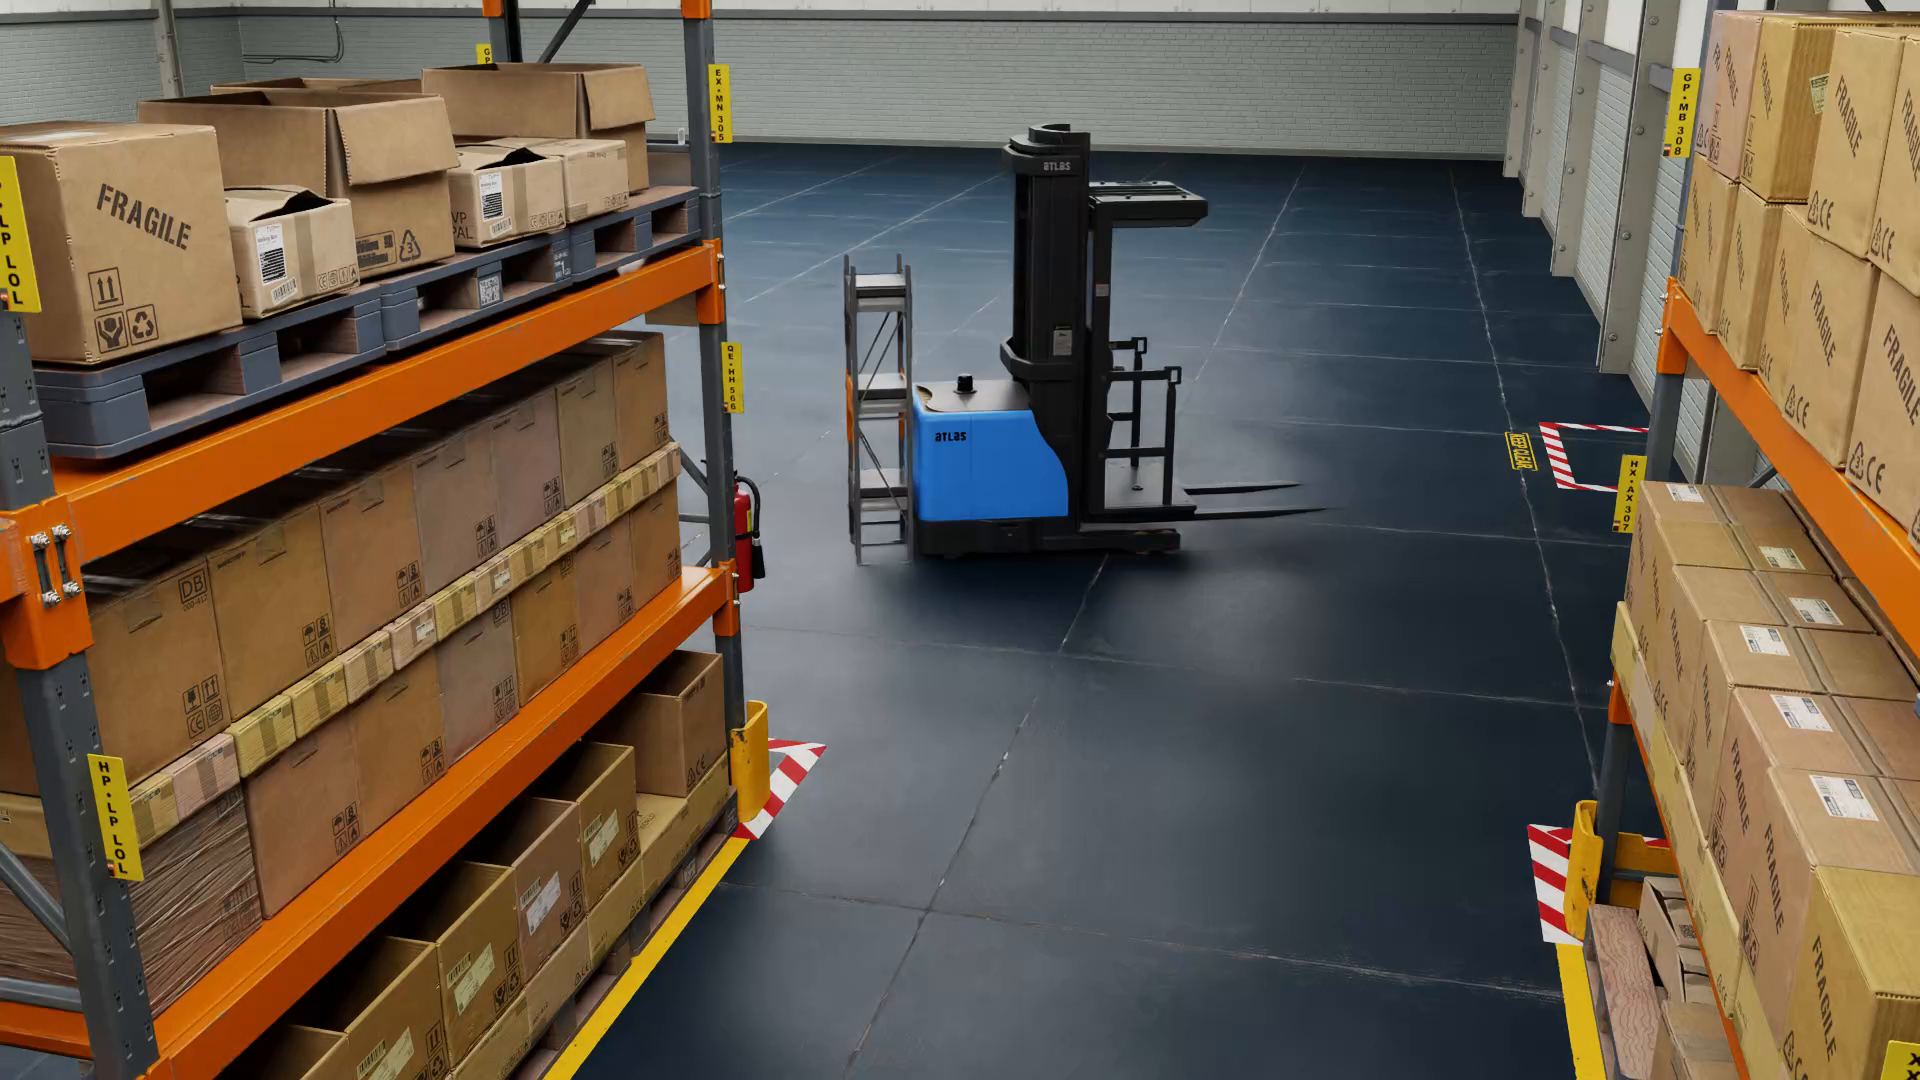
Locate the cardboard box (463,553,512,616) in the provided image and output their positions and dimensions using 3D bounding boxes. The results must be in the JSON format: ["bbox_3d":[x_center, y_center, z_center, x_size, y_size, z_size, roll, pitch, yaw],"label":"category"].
[{"bbox_3d":[-1.842,0.144,5.967,0.380,0.149,0.250,4,19,13],"label":"cardboard box"}]

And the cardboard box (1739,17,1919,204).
[{"bbox_3d":[2.632,-1.266,4.880,0.500,0.500,0.500,5,20,15],"label":"cardboard box"}]

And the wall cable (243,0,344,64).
[{"bbox_3d":[-17.298,-13.524,42.664,3.097,2.526,0.112,5,19,13],"label":"wall cable"}]

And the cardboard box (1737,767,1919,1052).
[{"bbox_3d":[2.203,0.898,3.958,0.500,0.500,0.500,5,19,13],"label":"cardboard box"}]

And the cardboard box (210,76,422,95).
[{"bbox_3d":[-2.227,-1.356,5.854,0.500,0.500,0.500,5,19,13],"label":"cardboard box"}]

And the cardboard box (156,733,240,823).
[{"bbox_3d":[-2.219,0.629,4.547,0.380,0.149,0.250,5,19,14],"label":"cardboard box"}]

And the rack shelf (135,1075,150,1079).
[{"bbox_3d":[-3.022,2.098,2.517,1.077,0.370,4.000,5,19,13],"label":"rack shelf"}]

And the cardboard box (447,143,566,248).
[{"bbox_3d":[-1.718,-1.209,5.717,0.500,0.311,0.500,7,20,20],"label":"cardboard box"}]

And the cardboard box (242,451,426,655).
[{"bbox_3d":[-2.186,0.015,5.342,0.700,0.500,0.500,5,19,13],"label":"cardboard box"}]

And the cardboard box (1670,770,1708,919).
[{"bbox_3d":[2.452,0.938,5.002,0.500,0.250,0.500,5,19,14],"label":"cardboard box"}]

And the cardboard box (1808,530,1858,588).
[{"bbox_3d":[3.206,0.296,5.723,0.500,0.500,0.500,5,19,14],"label":"cardboard box"}]

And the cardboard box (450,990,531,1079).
[{"bbox_3d":[-1.872,1.799,5.883,0.500,0.250,0.500,5,19,13],"label":"cardboard box"}]

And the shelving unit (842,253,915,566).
[{"bbox_3d":[-0.564,-0.900,11.575,0.431,2.100,0.503,-3,19,-8],"label":"shelving unit"}]

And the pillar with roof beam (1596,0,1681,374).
[{"bbox_3d":[2.673,-6.385,16.959,9.100,9.000,0.400,5,19,13],"label":"pillar with roof beam"}]

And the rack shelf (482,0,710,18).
[{"bbox_3d":[-2.045,-1.805,5.282,1.077,0.370,4.000,5,19,13],"label":"rack shelf"}]

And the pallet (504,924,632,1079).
[{"bbox_3d":[-2.003,1.821,6.529,1.003,0.211,1.213,5,19,13],"label":"pallet"}]

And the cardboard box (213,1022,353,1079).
[{"bbox_3d":[-2.117,1.758,4.844,0.500,0.500,0.500,5,19,13],"label":"cardboard box"}]

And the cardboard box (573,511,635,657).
[{"bbox_3d":[-1.807,0.140,6.982,0.700,0.500,0.500,5,20,15],"label":"cardboard box"}]

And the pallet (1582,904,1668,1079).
[{"bbox_3d":[2.997,1.863,6.408,1.003,0.211,1.213,5,19,13],"label":"pallet"}]

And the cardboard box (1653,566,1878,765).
[{"bbox_3d":[2.577,0.415,5.372,0.500,0.500,0.500,4,19,12],"label":"cardboard box"}]

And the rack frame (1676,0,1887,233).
[{"bbox_3d":[3.248,-2.572,5.795,1.000,3.000,0.127,5,19,13],"label":"rack frame"}]

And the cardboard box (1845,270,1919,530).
[{"bbox_3d":[2.290,-0.290,3.571,0.500,0.500,0.500,3,19,9],"label":"cardboard box"}]

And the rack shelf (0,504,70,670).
[{"bbox_3d":[-3.022,0.679,2.032,1.077,0.370,4.000,5,19,13],"label":"rack shelf"}]

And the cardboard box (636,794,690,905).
[{"bbox_3d":[-1.511,1.329,7.261,0.500,0.250,0.500,5,19,13],"label":"cardboard box"}]

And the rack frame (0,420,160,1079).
[{"bbox_3d":[-2.534,1.131,4.236,1.000,3.000,0.127,5,19,13],"label":"rack frame"}]

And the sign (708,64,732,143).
[{"bbox_3d":[-1.034,-1.877,7.153,0.100,0.325,0.005,5,19,13],"label":"sign"}]

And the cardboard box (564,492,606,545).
[{"bbox_3d":[-1.654,-0.101,6.685,0.380,0.149,0.250,5,19,14],"label":"cardboard box"}]

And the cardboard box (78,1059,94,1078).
[{"bbox_3d":[-2.499,1.560,5.423,0.500,0.500,0.500,5,19,13],"label":"cardboard box"}]

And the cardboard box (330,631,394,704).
[{"bbox_3d":[-2.032,0.388,5.254,0.380,0.149,0.250,4,19,12],"label":"cardboard box"}]

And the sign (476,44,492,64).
[{"bbox_3d":[-2.093,-2.039,7.401,0.100,0.325,0.005,5,19,13],"label":"sign"}]

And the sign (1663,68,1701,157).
[{"bbox_3d":[2.722,-1.609,6.263,0.100,0.325,0.005,5,19,13],"label":"sign"}]

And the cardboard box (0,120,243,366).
[{"bbox_3d":[-2.155,-0.738,4.045,0.500,0.500,0.500,6,20,18],"label":"cardboard box"}]

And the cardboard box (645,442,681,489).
[{"bbox_3d":[-1.465,-0.342,7.390,0.380,0.149,0.250,4,19,12],"label":"cardboard box"}]

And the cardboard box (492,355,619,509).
[{"bbox_3d":[-1.819,-0.457,6.722,0.700,0.500,0.500,4,19,12],"label":"cardboard box"}]

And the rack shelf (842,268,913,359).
[{"bbox_3d":[-0.564,-1.550,11.353,0.431,0.518,0.480,-3,19,-8],"label":"rack shelf"}]

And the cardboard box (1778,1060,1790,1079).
[{"bbox_3d":[2.093,1.410,3.619,0.500,0.250,0.500,5,19,14],"label":"cardboard box"}]

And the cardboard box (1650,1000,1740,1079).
[{"bbox_3d":[2.625,1.856,5.298,0.700,0.500,0.500,3,19,10],"label":"cardboard box"}]

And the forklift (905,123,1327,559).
[{"bbox_3d":[1.141,-1.447,11.889,3.031,2.935,1.130,-3,19,-7],"label":"forklift"}]

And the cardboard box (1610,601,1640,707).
[{"bbox_3d":[2.821,0.457,6.411,0.500,0.250,0.500,4,19,12],"label":"cardboard box"}]

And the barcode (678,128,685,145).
[{"bbox_3d":[-1.162,-1.684,6.939,0.001,0.075,0.075,5,19,13],"label":"barcode"}]

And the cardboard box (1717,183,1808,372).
[{"bbox_3d":[2.635,-0.795,5.049,0.500,0.500,0.500,6,20,16],"label":"cardboard box"}]

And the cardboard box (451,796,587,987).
[{"bbox_3d":[-1.752,1.288,6.221,0.500,0.500,0.500,5,19,13],"label":"cardboard box"}]

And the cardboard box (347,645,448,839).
[{"bbox_3d":[-2.182,0.621,5.573,0.700,0.500,0.500,5,19,14],"label":"cardboard box"}]

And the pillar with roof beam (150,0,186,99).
[{"bbox_3d":[-15.125,-13.835,38.769,9.100,9.000,0.400,5,19,13],"label":"pillar with roof beam"}]

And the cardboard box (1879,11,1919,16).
[{"bbox_3d":[3.396,-1.526,5.642,0.500,0.500,0.500,6,20,16],"label":"cardboard box"}]
